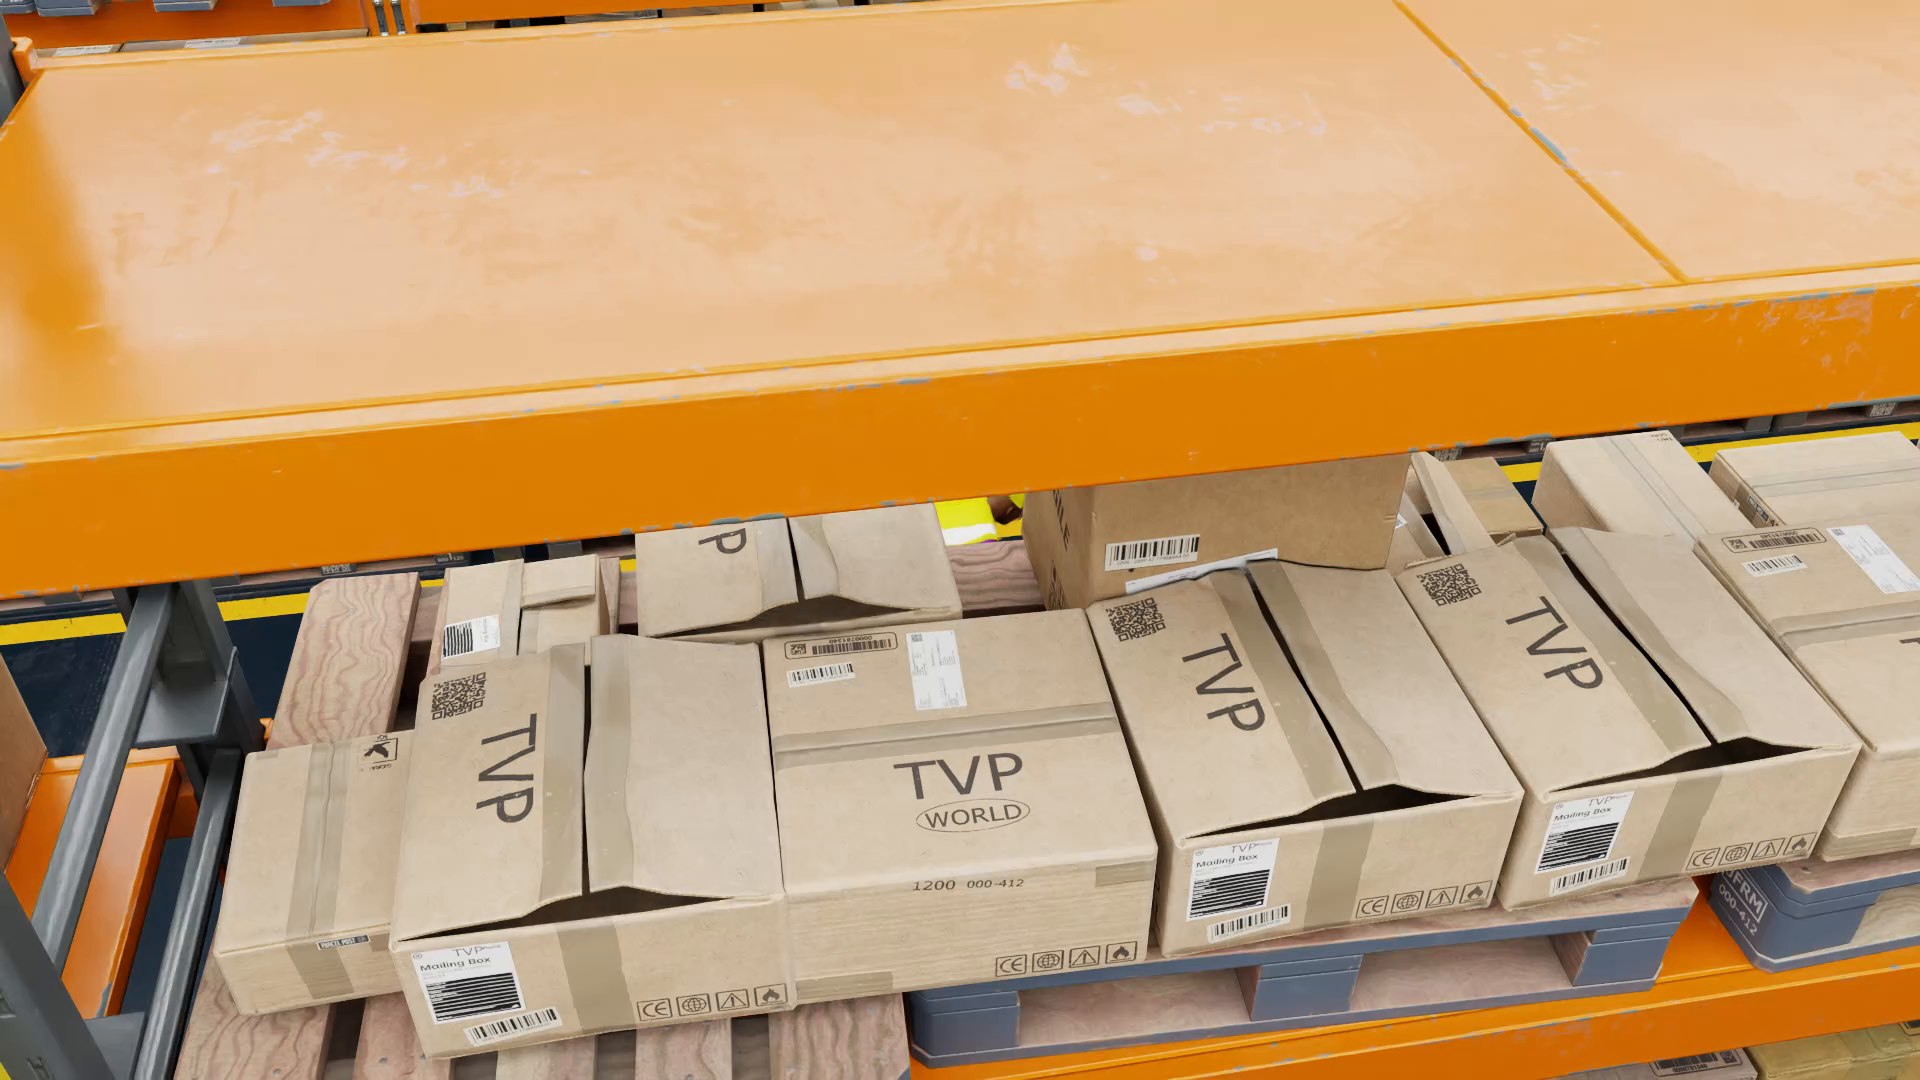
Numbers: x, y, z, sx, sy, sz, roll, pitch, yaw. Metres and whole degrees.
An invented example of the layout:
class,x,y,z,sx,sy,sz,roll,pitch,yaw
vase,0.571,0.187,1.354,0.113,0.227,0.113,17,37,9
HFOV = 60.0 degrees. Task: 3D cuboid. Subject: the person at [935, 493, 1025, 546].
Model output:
class,x,y,z,sx,sy,sz,roll,pitch,yaw
person,-0.040,0.139,7.068,0.902,1.008,0.582,-6,39,-8
